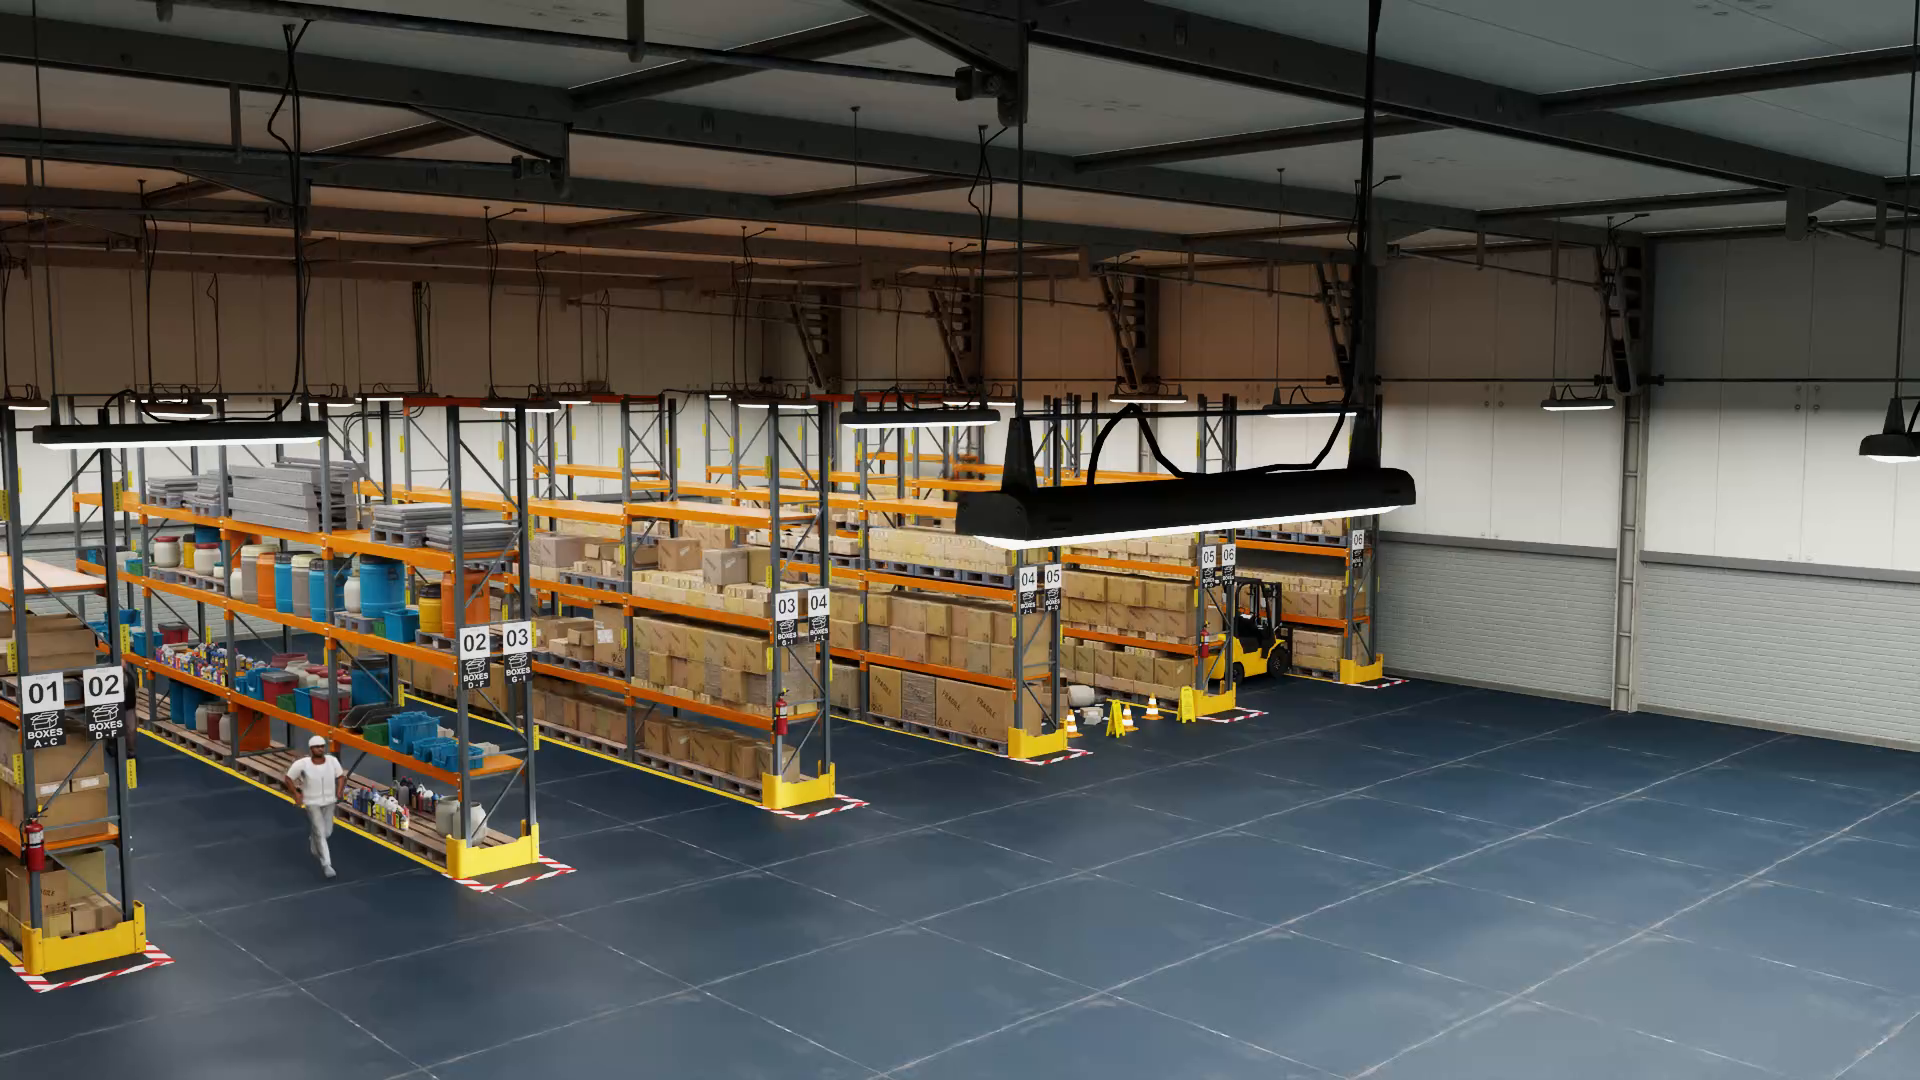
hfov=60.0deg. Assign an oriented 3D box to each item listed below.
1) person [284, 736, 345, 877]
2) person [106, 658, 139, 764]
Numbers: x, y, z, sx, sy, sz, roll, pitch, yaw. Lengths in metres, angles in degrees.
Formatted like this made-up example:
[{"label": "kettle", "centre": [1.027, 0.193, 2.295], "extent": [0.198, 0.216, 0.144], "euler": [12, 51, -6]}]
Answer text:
[{"label": "person", "centre": [-8.276, 3.392, 21.447], "extent": [0.712, 1.767, 0.924], "euler": [-5, 7, -42]}, {"label": "person", "centre": [-13.828, 2.796, 27.441], "extent": [0.896, 1.712, 0.666], "euler": [5, 7, 41]}]
